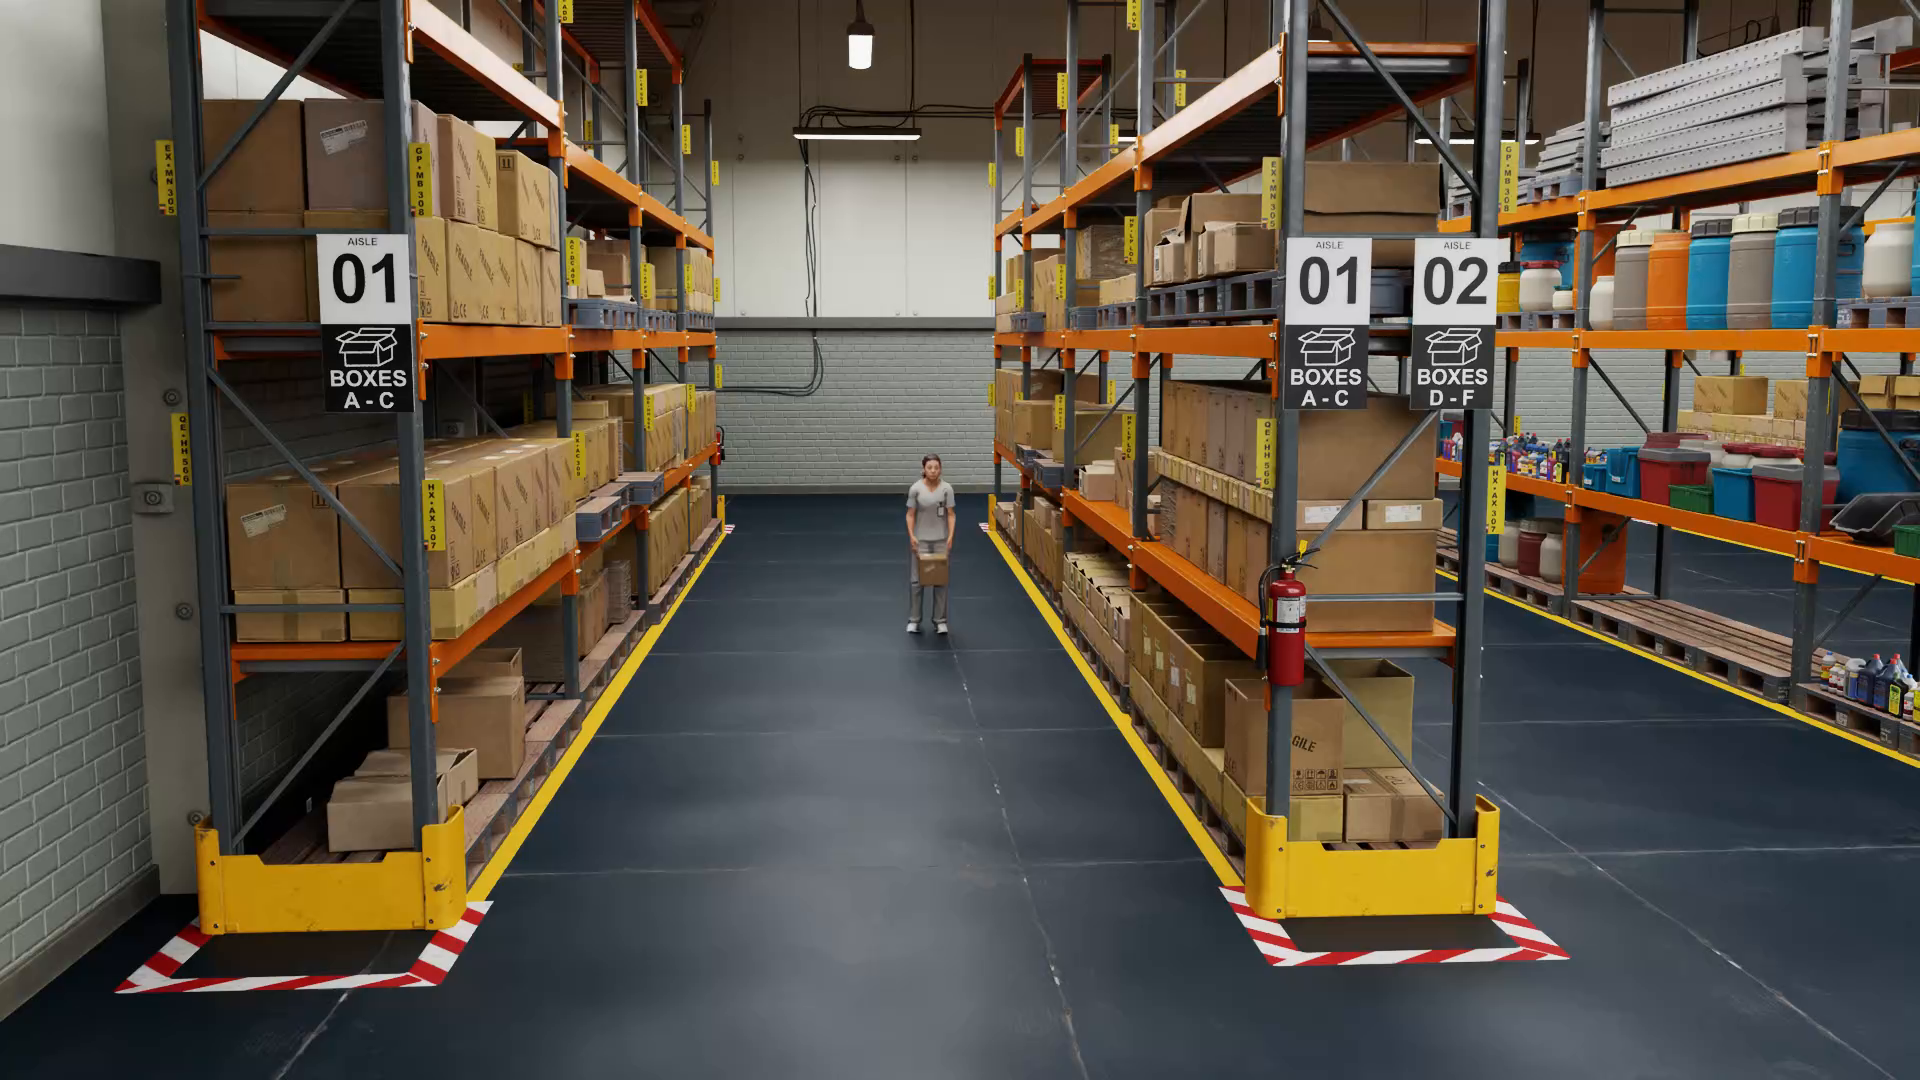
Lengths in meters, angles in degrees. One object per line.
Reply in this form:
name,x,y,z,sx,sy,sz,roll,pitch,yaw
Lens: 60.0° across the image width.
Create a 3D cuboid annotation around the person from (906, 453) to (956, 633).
person,-0.268,0.024,15.541,0.471,1.676,0.414,-1,7,-5
